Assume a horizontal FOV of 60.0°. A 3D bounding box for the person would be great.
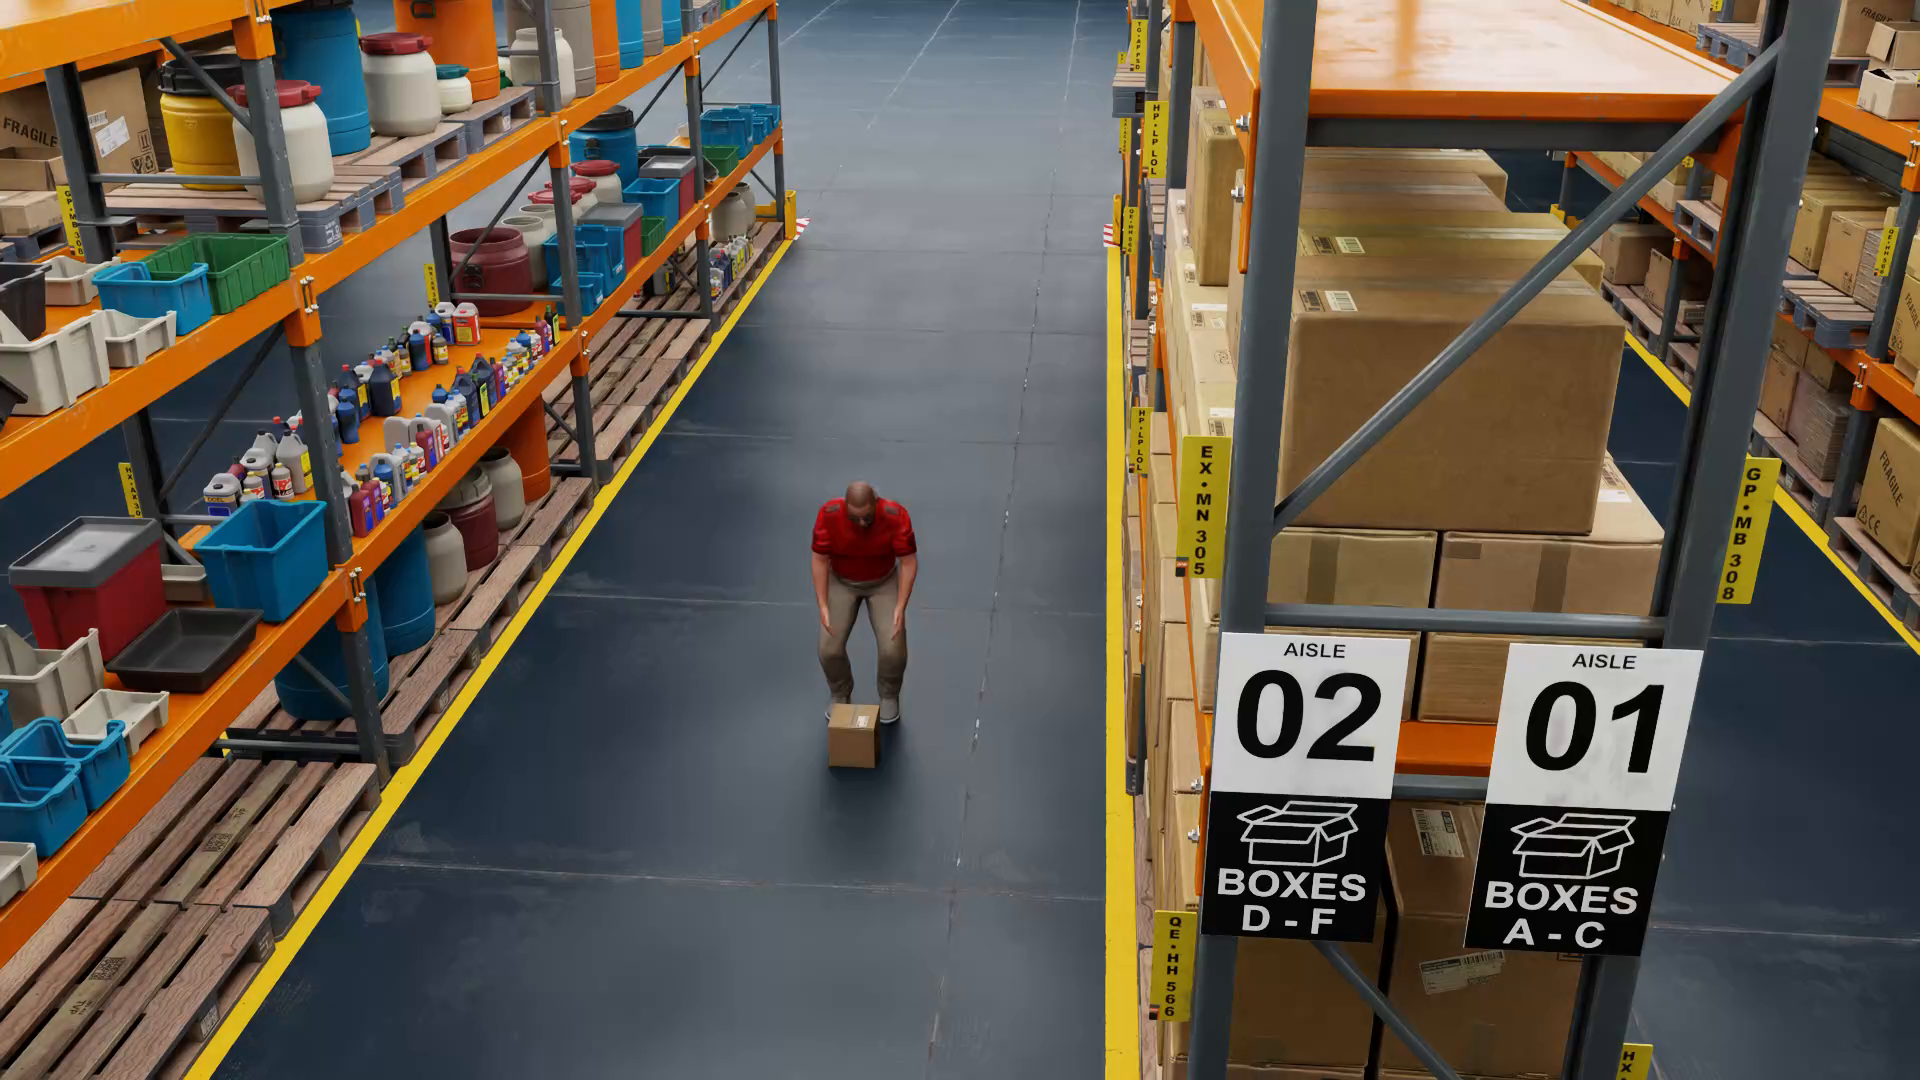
[{"bbox_3d":[-0.515,0.303,9.222,0.586,1.520,0.621,2,24,5],"label":"person"}]
